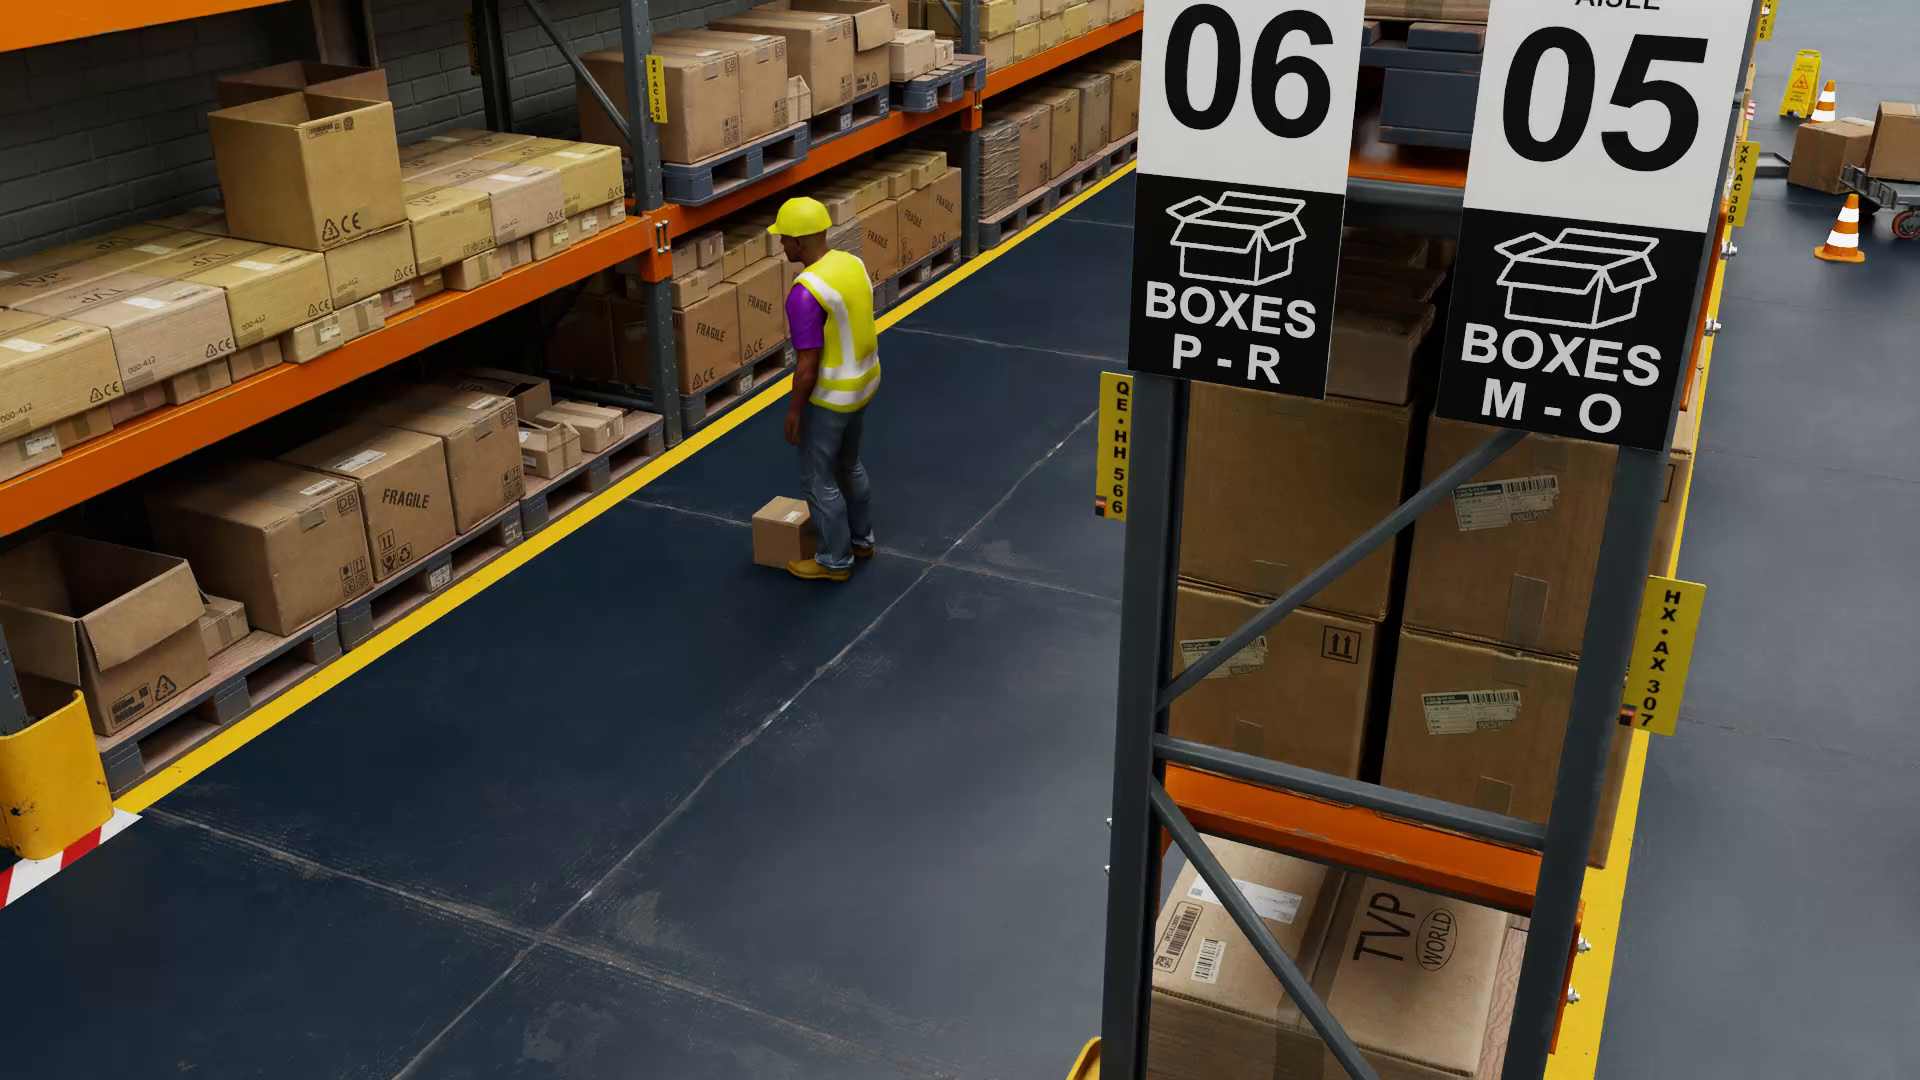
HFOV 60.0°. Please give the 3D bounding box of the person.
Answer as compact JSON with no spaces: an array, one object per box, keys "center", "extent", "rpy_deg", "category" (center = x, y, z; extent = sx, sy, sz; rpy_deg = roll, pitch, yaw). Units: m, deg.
[{"center":[-0.603,-0.669,7.465],"extent":[0.463,1.760,0.635],"rpy_deg":[11,28,21],"category":"person"}]
